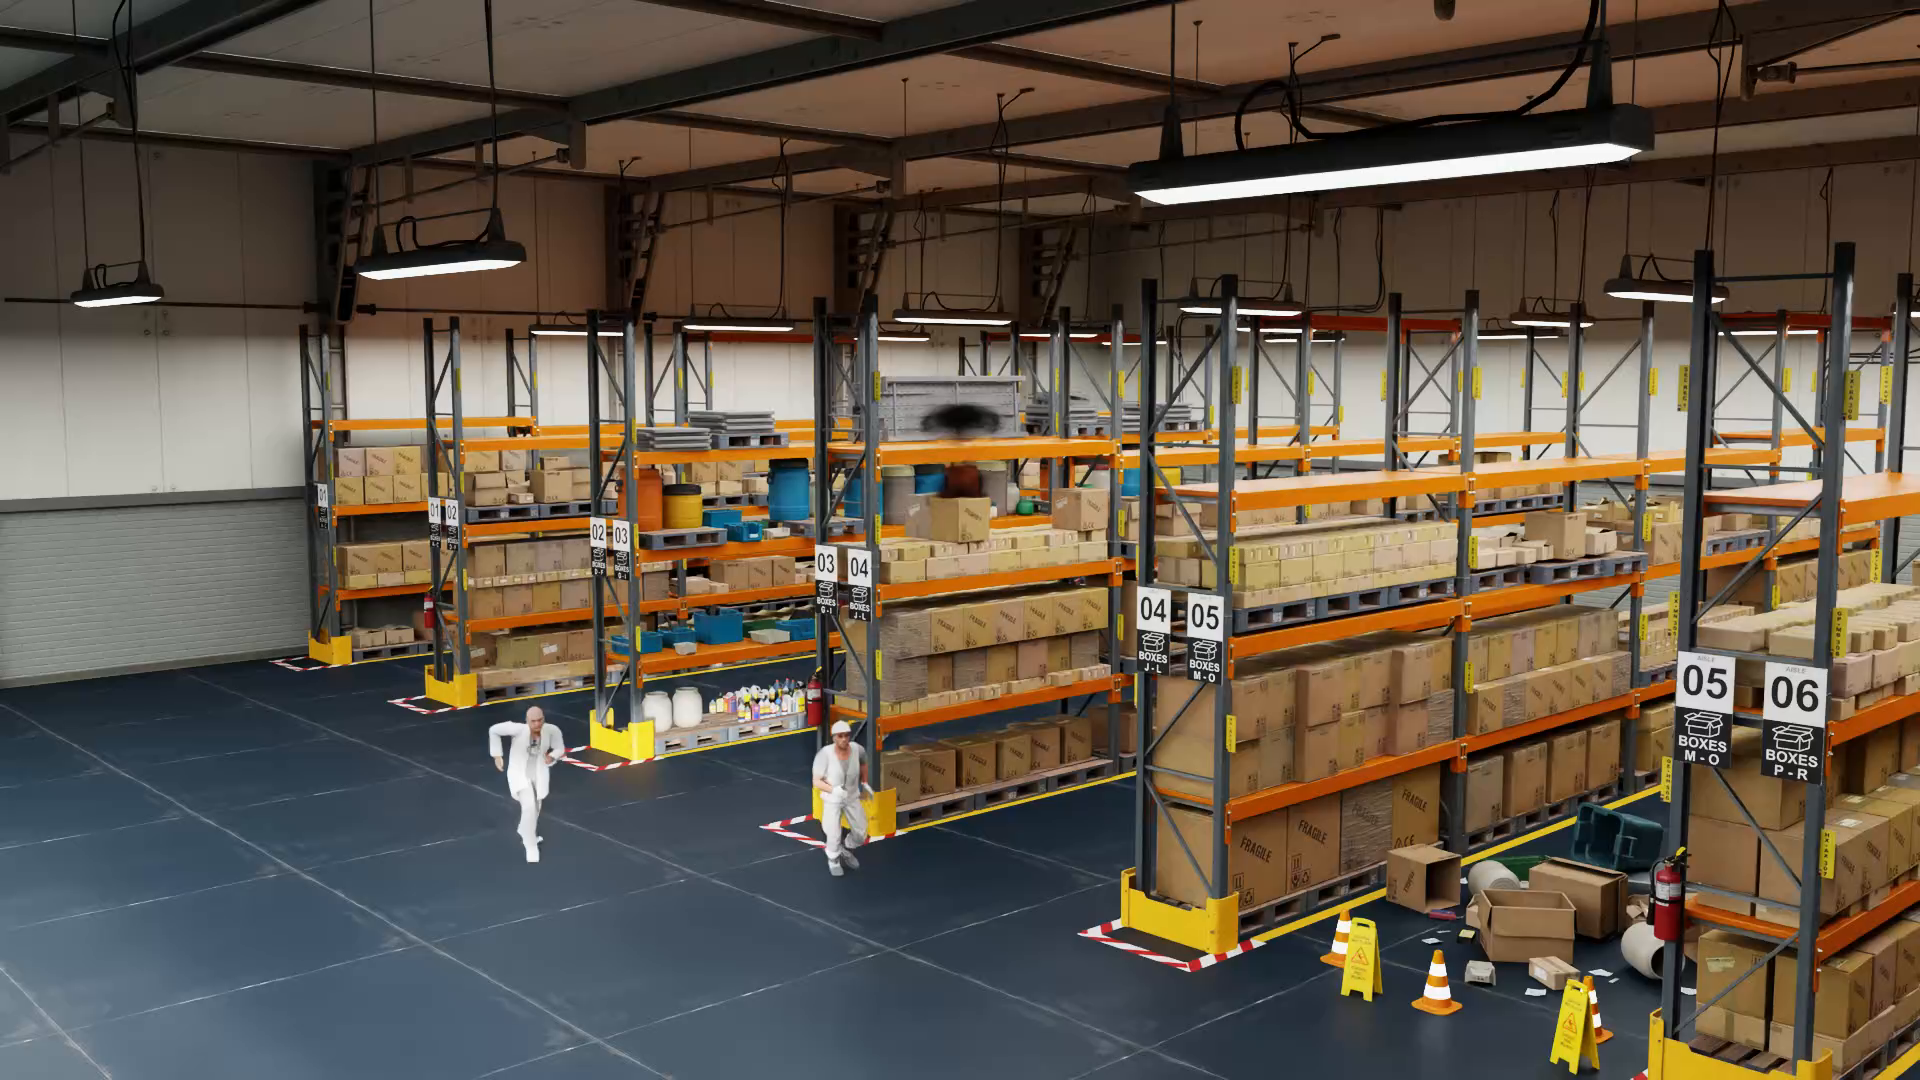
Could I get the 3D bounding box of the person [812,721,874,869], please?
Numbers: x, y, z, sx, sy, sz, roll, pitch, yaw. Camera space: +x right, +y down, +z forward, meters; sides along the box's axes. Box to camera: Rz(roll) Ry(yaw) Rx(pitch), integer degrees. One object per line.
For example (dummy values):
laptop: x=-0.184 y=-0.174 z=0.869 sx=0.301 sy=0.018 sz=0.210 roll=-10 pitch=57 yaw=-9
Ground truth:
person: x=-1.169 y=2.608 z=16.827 sx=0.684 sy=1.629 sz=0.800 roll=-2 pitch=6 yaw=-17

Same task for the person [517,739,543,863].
person: x=-4.605 y=2.735 z=17.885 sx=0.261 sy=1.380 sz=0.850 roll=-3 pitch=6 yaw=-25
